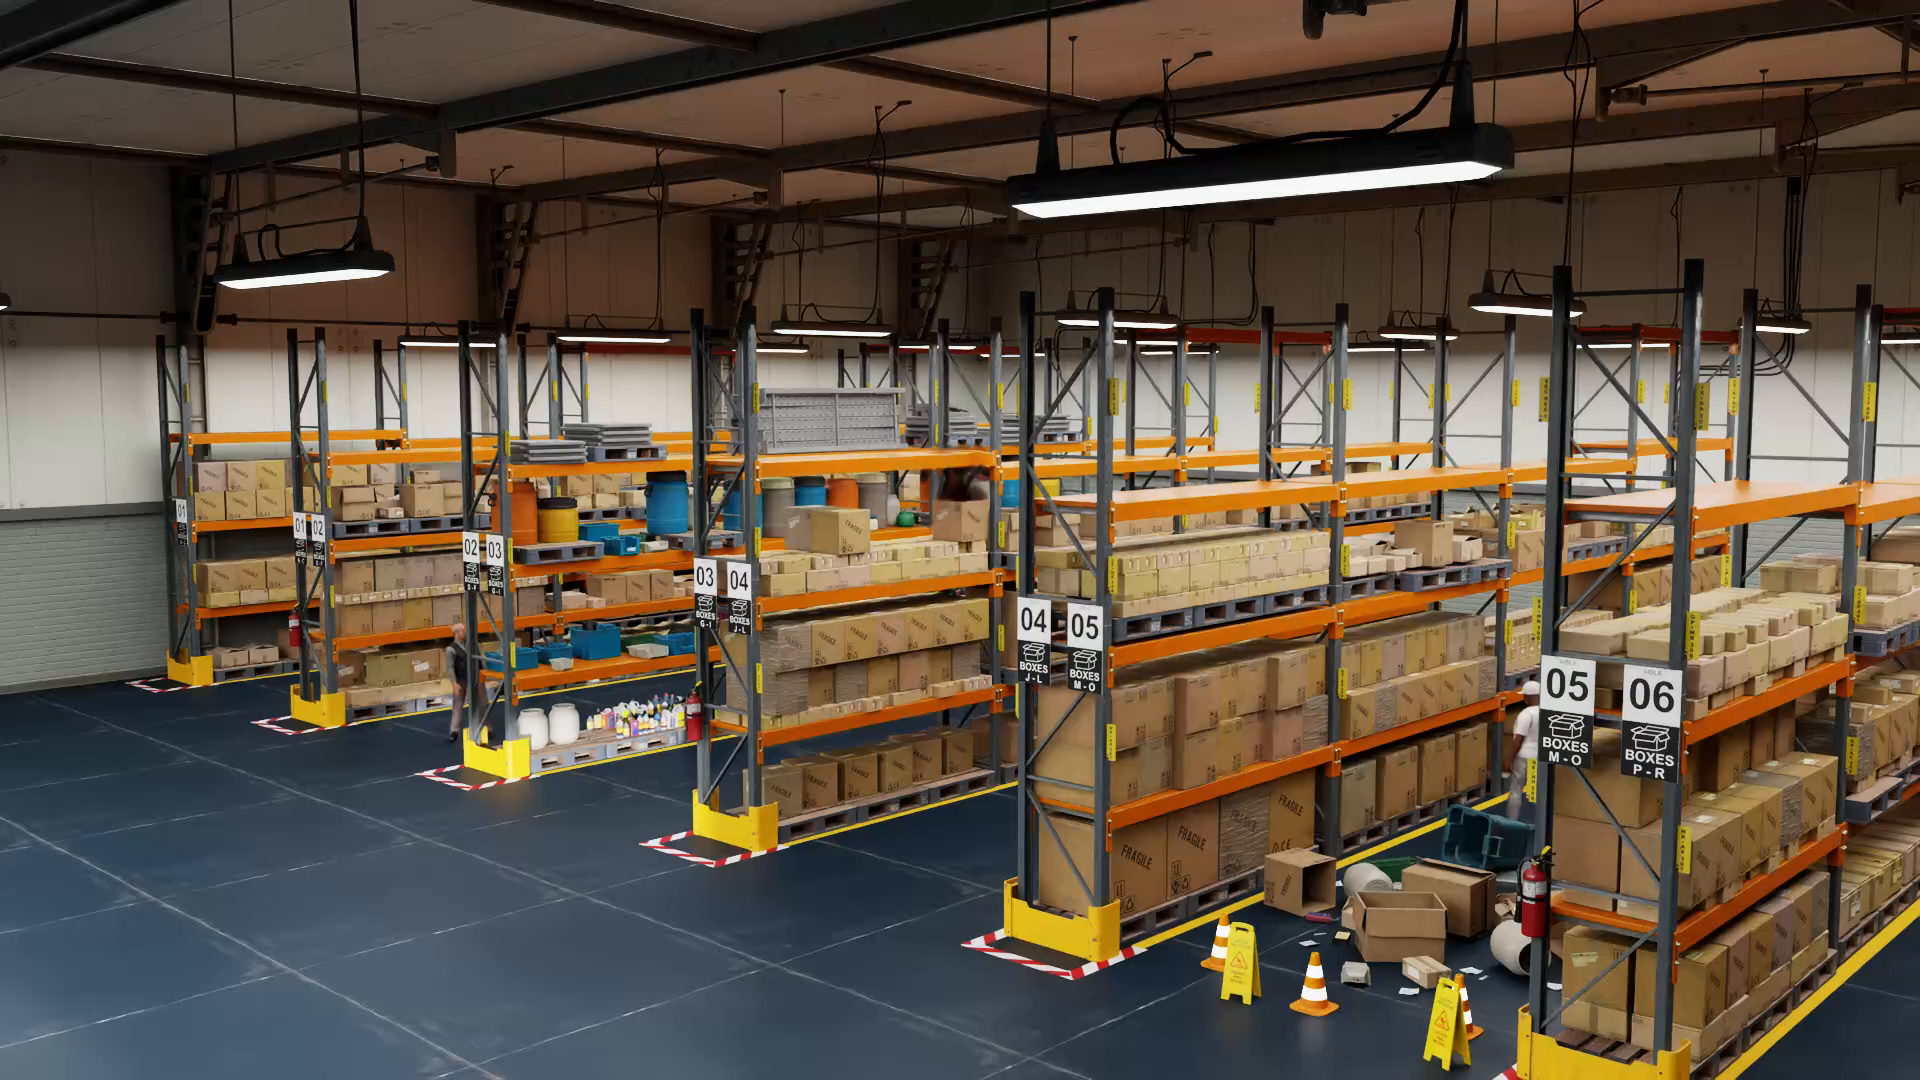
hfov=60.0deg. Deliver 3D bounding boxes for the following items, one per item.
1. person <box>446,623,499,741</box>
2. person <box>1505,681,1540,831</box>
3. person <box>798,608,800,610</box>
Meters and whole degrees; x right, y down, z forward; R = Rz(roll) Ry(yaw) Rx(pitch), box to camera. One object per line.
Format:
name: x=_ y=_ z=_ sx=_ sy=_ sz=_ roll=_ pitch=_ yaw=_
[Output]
person: x=-7.107 y=2.066 z=24.106 sx=0.675 sy=1.745 sz=0.544 roll=-4 pitch=7 yaw=-35
person: x=6.534 y=2.497 z=19.136 sx=0.633 sy=1.775 sz=0.468 roll=-2 pitch=6 yaw=-19
person: x=-2.752 y=1.709 z=27.822 sx=0.421 sy=1.671 sz=0.506 roll=4 pitch=7 yaw=37
